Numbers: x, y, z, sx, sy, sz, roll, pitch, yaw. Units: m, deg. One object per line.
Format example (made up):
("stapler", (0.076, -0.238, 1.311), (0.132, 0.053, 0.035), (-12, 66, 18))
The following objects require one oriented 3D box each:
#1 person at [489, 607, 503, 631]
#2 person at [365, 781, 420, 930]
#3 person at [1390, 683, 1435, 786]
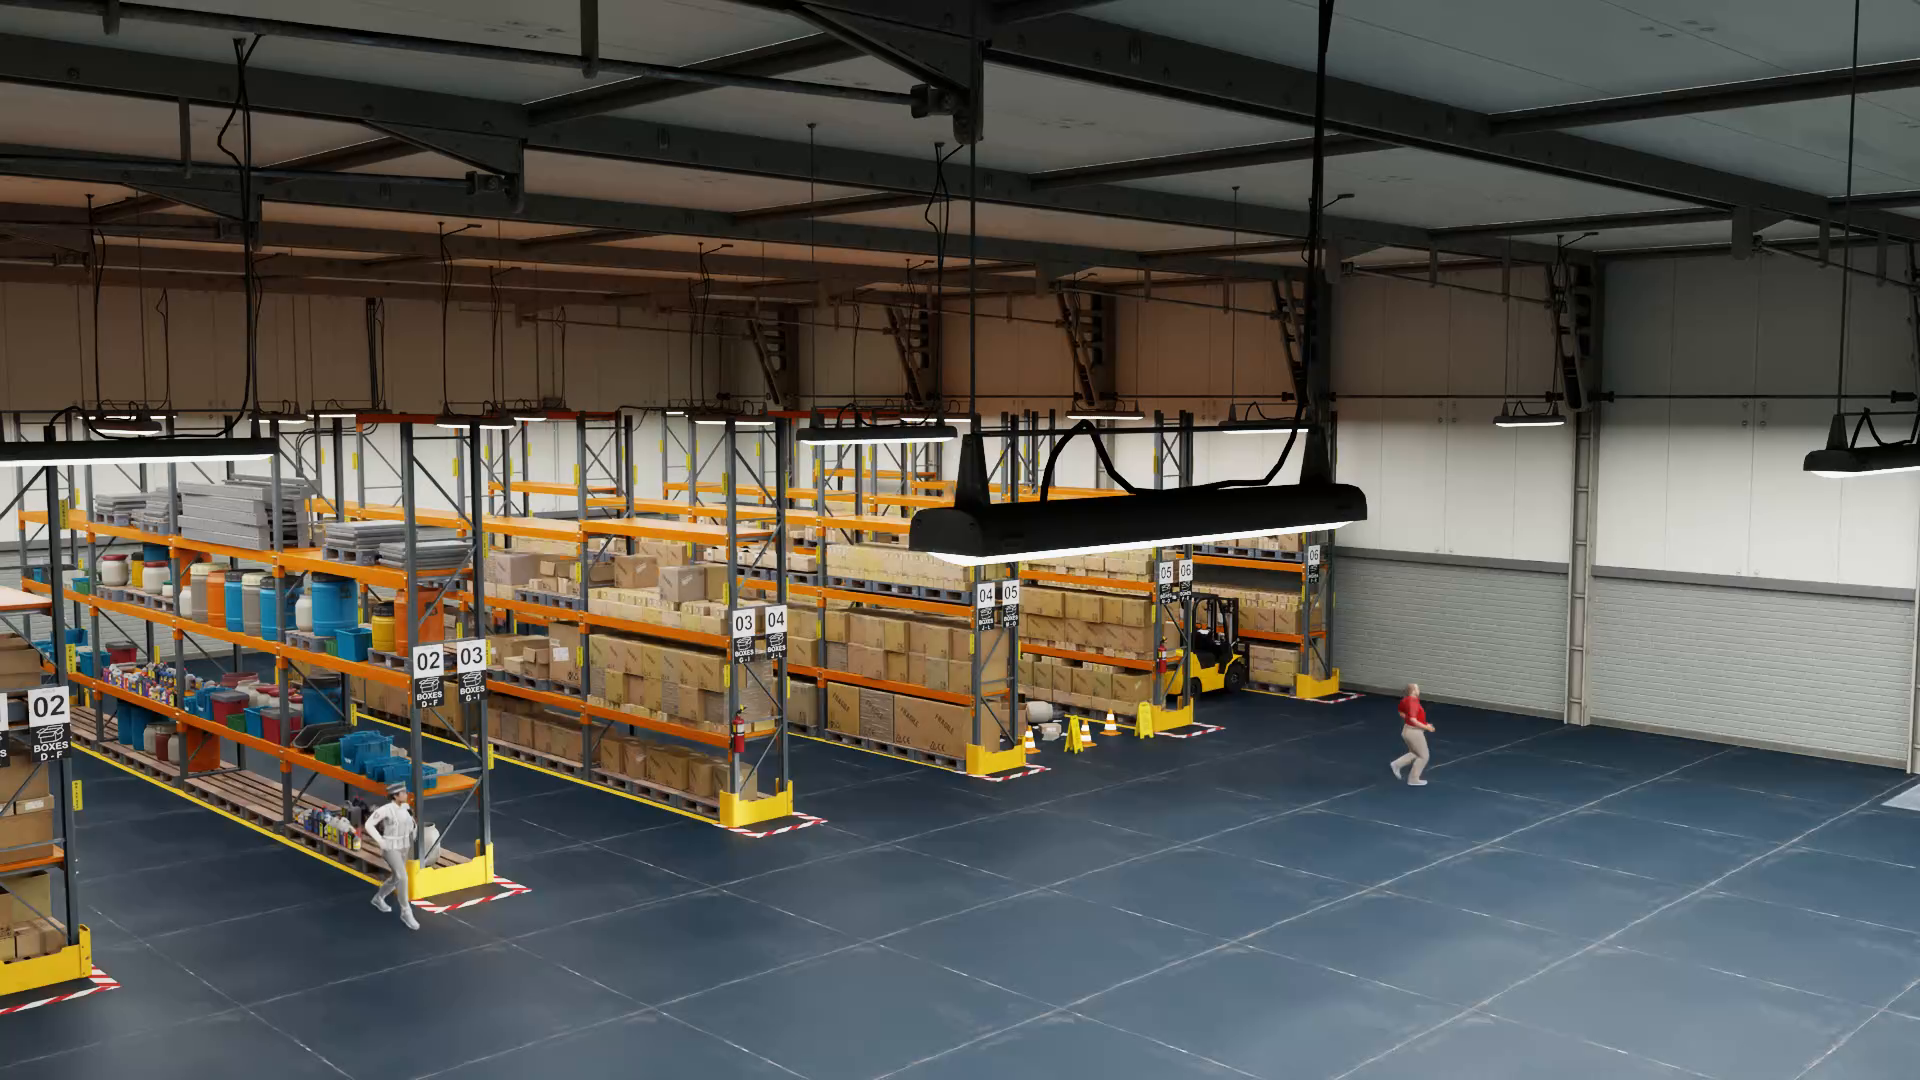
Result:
("person", (-11.308, 2.047, 40.471), (0.478, 1.561, 0.550), (-5, 7, -42))
("person", (-6.775, 3.751, 20.060), (0.908, 1.702, 0.616), (2, 5, 21))
("person", (7.343, 3.149, 26.996), (0.628, 1.673, 0.661), (0, 5, -3))
